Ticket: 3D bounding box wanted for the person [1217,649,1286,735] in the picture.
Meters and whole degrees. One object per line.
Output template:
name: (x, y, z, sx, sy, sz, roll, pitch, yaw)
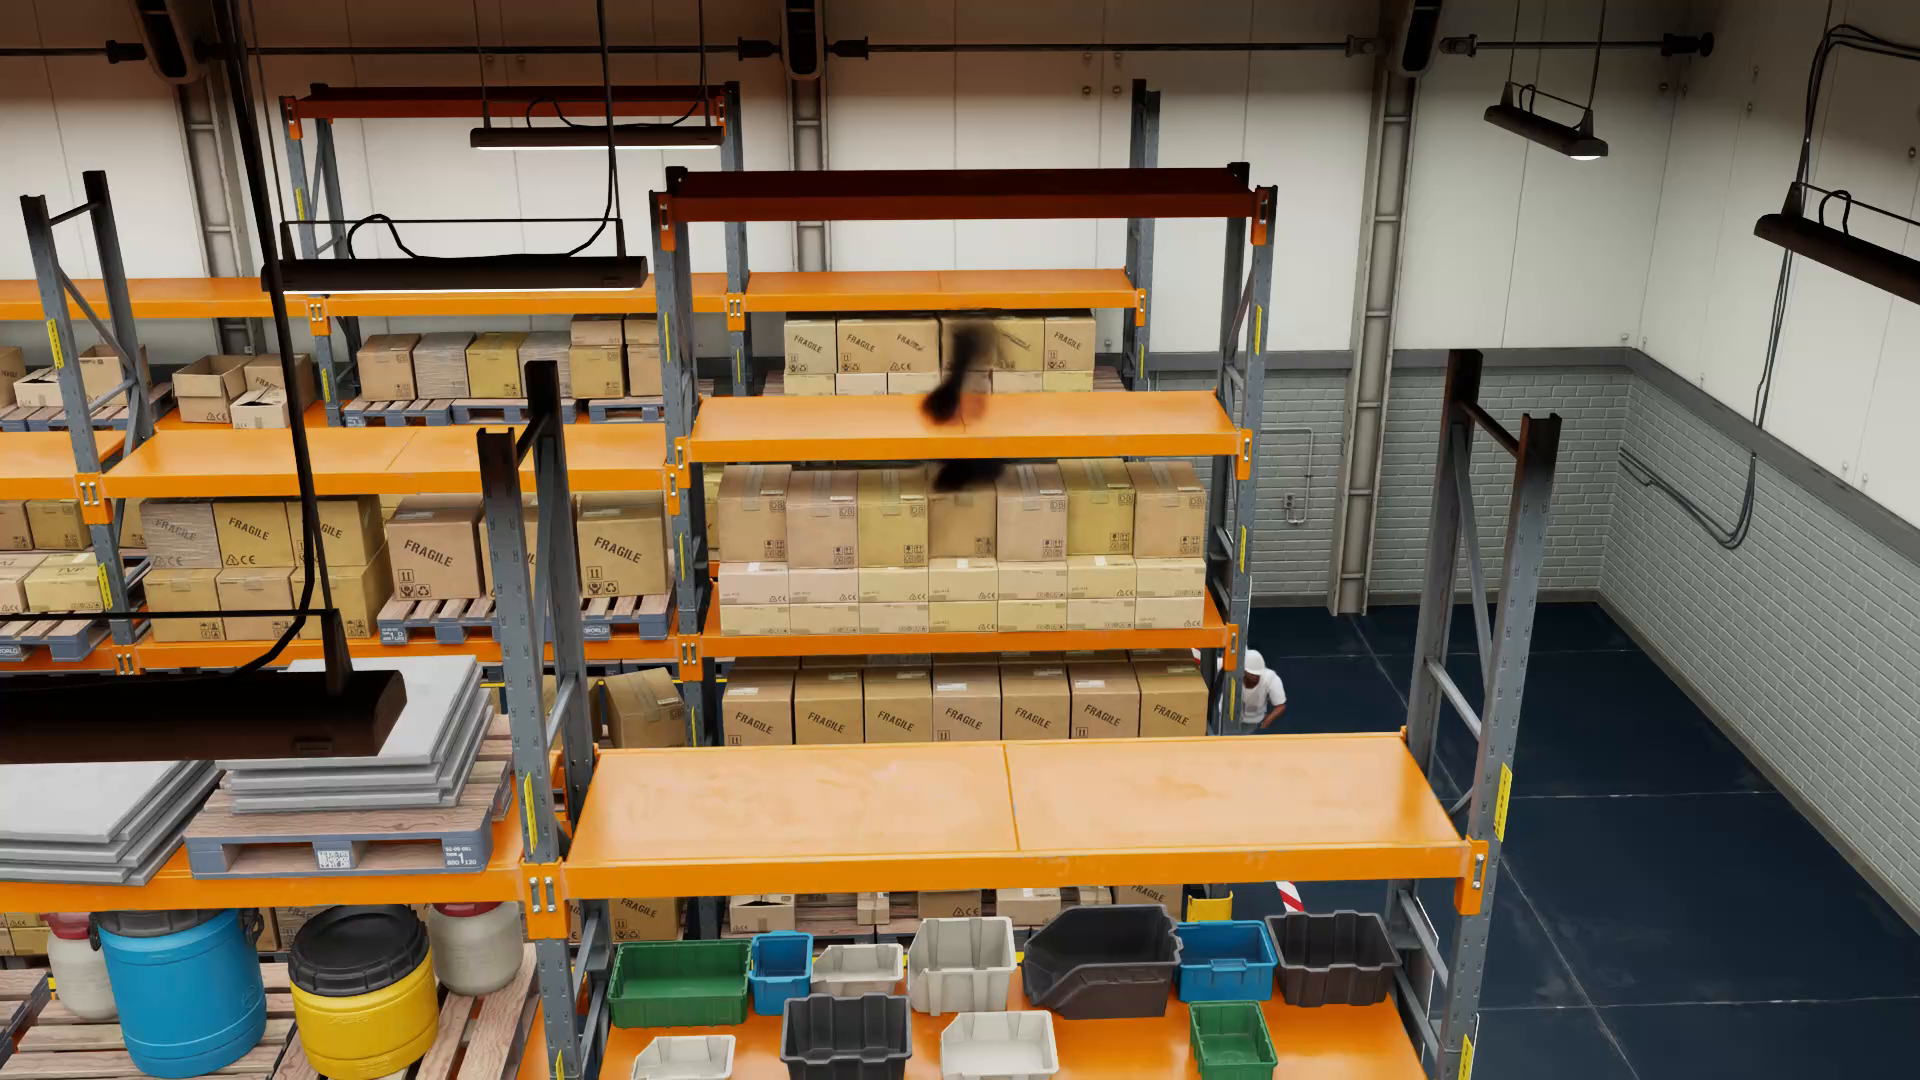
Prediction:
person: (2.554, 1.577, 15.080, 0.732, 1.586, 1.107, 2, 22, 5)
